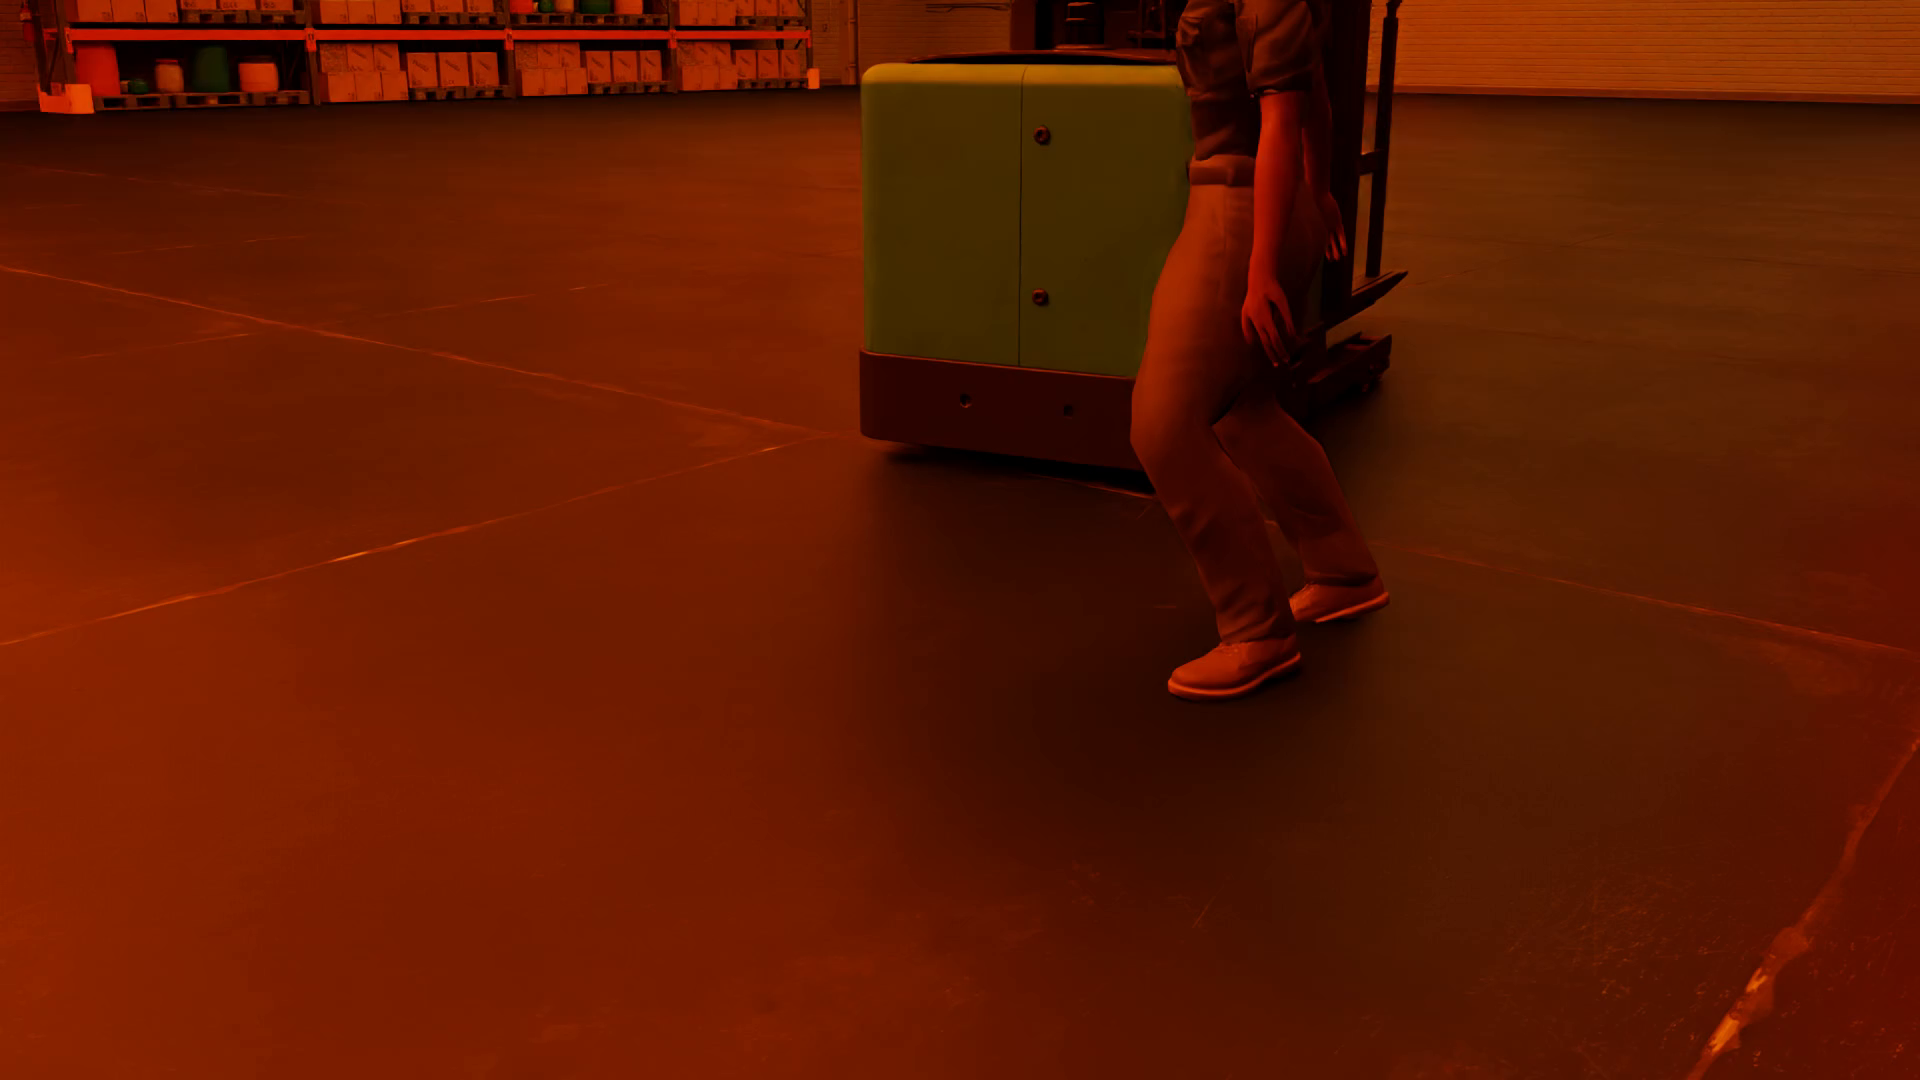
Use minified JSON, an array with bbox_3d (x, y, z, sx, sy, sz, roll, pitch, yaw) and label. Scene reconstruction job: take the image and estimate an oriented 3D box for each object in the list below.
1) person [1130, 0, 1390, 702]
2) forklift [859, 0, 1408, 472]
[{"bbox_3d":[0.610,-0.550,3.111,0.460,1.636,0.818,6,18,18],"label":"person"},{"bbox_3d":[0.840,-1.947,5.310,1.130,2.935,3.031,8,19,26],"label":"forklift"}]
